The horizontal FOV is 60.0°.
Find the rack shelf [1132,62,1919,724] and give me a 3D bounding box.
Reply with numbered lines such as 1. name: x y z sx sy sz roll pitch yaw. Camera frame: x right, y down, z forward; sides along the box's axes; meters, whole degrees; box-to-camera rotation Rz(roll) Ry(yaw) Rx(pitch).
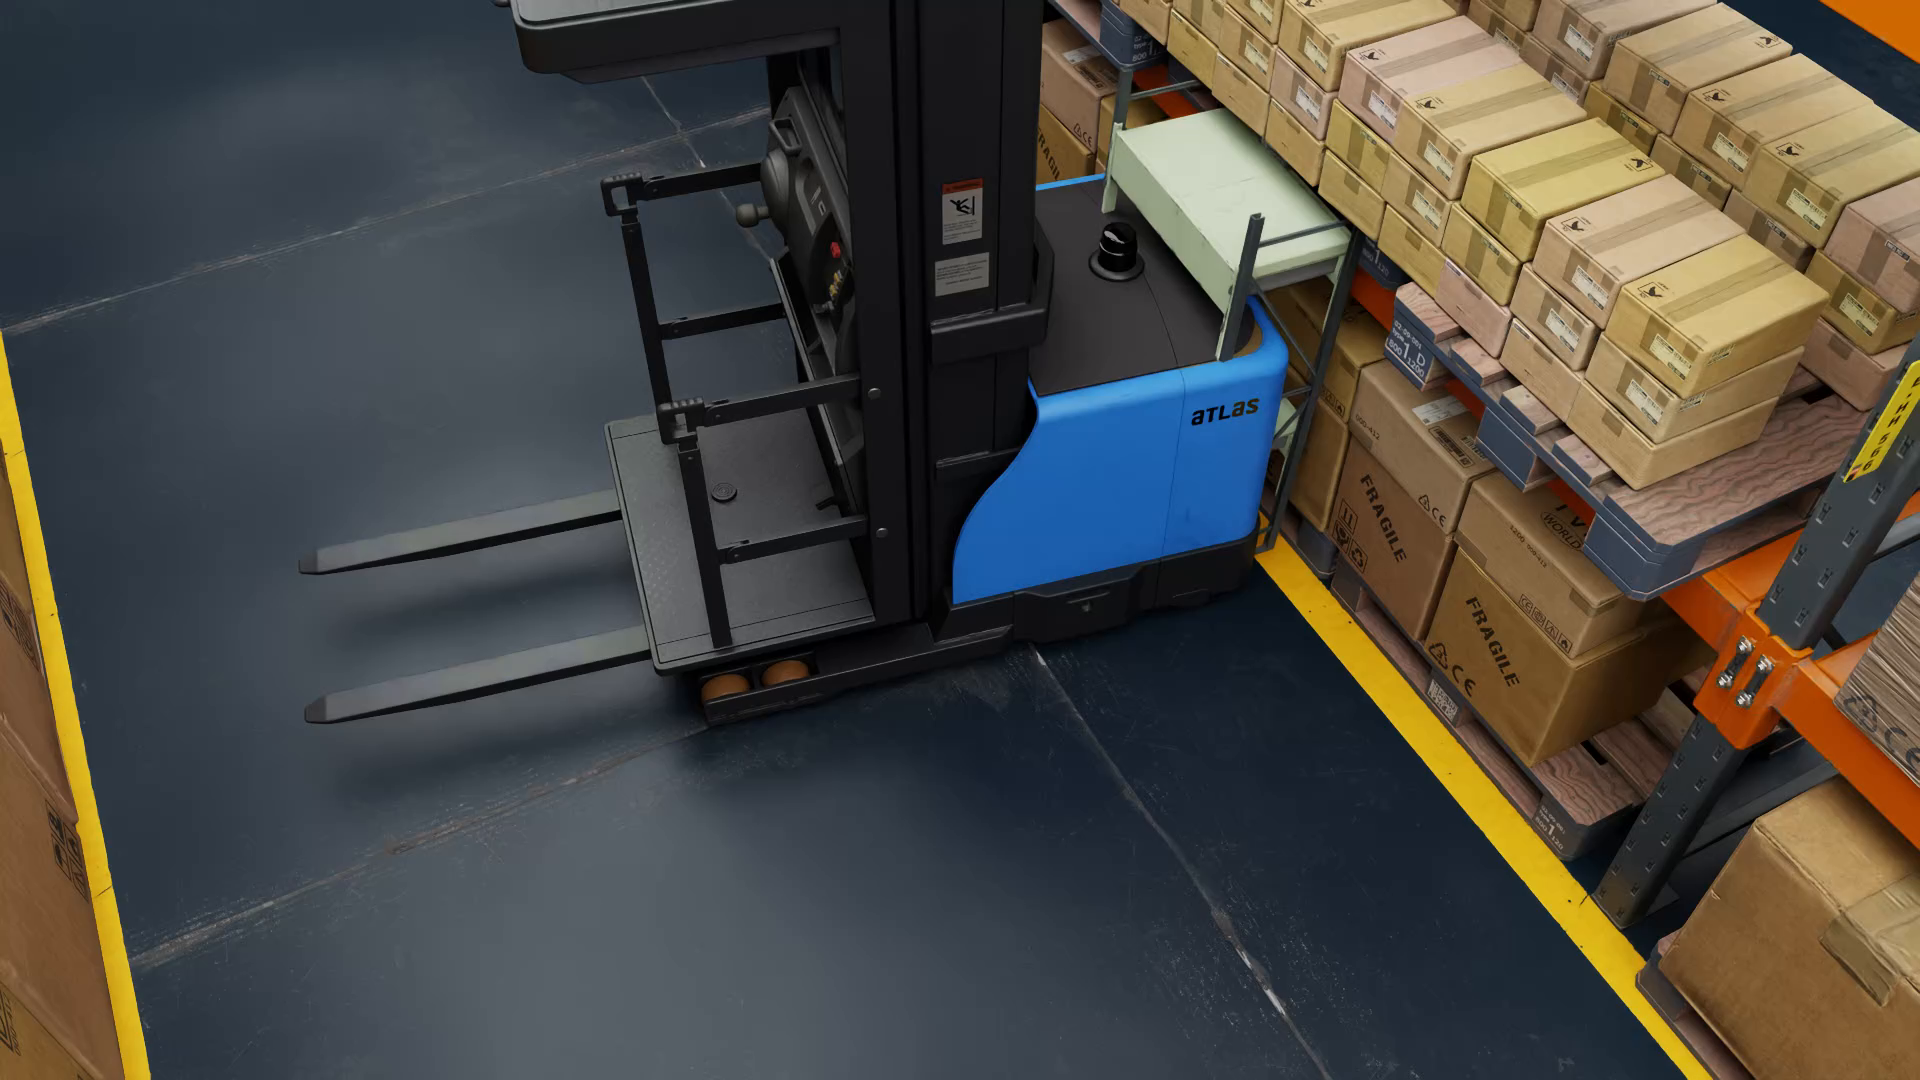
1. rack shelf: 1.391 -1.179 5.267 1.077 0.370 4.000 -21 52 -18

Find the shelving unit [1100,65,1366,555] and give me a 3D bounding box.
1. shelving unit: 0.764 -0.671 5.231 0.431 1.500 0.755 -17 52 -18

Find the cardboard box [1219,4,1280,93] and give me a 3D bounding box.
1. cardboard box: 0.964 -1.440 4.707 0.380 0.149 0.250 -22 52 -18

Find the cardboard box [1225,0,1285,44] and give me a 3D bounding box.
1. cardboard box: 0.966 -1.540 4.597 0.380 0.149 0.250 -20 52 -16

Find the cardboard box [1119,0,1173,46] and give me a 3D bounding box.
1. cardboard box: 0.721 -1.697 5.130 0.380 0.149 0.250 -23 53 -19

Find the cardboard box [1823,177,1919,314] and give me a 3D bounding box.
1. cardboard box: 2.265 -0.708 3.869 0.380 0.149 0.250 -21 52 -17

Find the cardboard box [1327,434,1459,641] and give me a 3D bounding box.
1. cardboard box: 1.538 -0.092 5.219 0.500 0.500 0.500 -19 52 -16

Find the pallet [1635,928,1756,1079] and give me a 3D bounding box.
1. pallet: 2.600 1.394 4.390 1.003 0.211 1.213 -21 52 -18

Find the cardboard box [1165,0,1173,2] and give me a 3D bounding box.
1. cardboard box: 0.731 -1.787 5.011 0.380 0.149 0.250 -19 52 -16

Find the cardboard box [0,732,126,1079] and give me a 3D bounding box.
1. cardboard box: -2.849 1.056 3.966 1.225 0.875 0.875 -21 52 -17

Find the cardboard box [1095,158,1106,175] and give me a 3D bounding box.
1. cardboard box: 0.821 -1.131 6.128 0.500 0.500 0.500 -19 52 -16

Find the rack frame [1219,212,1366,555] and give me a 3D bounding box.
1. rack frame: 0.916 -0.415 5.018 0.400 1.500 0.023 -17 52 -18

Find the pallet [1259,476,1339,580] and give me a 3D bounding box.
1. pallet: 1.395 -0.498 6.046 1.003 0.211 1.213 -21 52 -18

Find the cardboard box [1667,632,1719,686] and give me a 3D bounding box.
1. cardboard box: 2.209 0.046 5.099 0.500 0.500 0.500 -23 53 -19

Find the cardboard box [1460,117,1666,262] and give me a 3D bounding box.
1. cardboard box: 1.441 -0.843 3.987 0.380 0.149 0.250 -20 52 -16

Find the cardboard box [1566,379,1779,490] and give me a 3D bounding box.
1. cardboard box: 1.672 -0.305 3.912 0.380 0.149 0.250 -20 52 -17

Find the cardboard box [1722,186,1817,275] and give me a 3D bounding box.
1. cardboard box: 2.137 -0.804 4.151 0.380 0.149 0.250 -19 51 -16

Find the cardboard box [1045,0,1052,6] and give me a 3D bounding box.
1. cardboard box: 0.502 -2.452 7.122 0.380 0.149 0.250 -19 52 -16

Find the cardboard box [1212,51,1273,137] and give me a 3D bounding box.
1. cardboard box: 0.962 -1.346 4.823 0.380 0.149 0.250 -23 53 -19

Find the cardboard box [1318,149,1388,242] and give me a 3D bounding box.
1. cardboard box: 1.206 -0.991 4.512 0.380 0.149 0.250 -23 53 -19

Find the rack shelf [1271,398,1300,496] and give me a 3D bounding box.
1. rack shelf: 0.748 -0.457 5.477 0.431 0.370 0.720 -17 52 -18

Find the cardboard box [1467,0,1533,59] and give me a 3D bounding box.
1. cardboard box: 1.673 -1.485 4.746 0.380 0.149 0.250 -22 52 -18

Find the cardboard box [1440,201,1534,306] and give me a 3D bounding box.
1. cardboard box: 1.429 -0.758 4.110 0.380 0.149 0.250 -20 52 -17

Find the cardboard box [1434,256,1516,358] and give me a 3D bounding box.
1. cardboard box: 1.441 -0.644 4.208 0.380 0.149 0.250 -20 52 -17

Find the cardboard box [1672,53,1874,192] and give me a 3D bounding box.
1. cardboard box: 2.033 -1.050 4.168 0.380 0.149 0.250 -21 52 -18

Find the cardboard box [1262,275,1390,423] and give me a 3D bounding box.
1. cardboard box: 1.300 -0.687 5.241 0.500 0.250 0.500 -20 52 -17

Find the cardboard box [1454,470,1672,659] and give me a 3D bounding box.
1. cardboard box: 1.760 -0.007 4.647 0.500 0.250 0.500 -22 52 -18

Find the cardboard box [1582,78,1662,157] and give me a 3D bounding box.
1. cardboard box: 1.897 -1.151 4.454 0.380 0.149 0.250 -21 52 -17

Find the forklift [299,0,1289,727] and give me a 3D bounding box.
1. forklift: -0.600 -0.833 4.532 3.031 2.935 1.130 -12 50 -11

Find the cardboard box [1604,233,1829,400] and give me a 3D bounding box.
1. cardboard box: 1.674 -0.499 3.686 0.380 0.149 0.250 -23 53 -19

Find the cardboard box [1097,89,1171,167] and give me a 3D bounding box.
1. cardboard box: 0.825 -1.376 5.844 0.500 0.250 0.500 -20 52 -17

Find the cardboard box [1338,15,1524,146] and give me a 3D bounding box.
1. cardboard box: 1.211 -1.184 4.285 0.380 0.149 0.250 -21 52 -18

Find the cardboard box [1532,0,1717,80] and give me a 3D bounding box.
1. cardboard box: 1.787 -1.407 4.481 0.380 0.149 0.250 -19 51 -16

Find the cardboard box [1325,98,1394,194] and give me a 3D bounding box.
1. cardboard box: 1.203 -1.093 4.404 0.380 0.149 0.250 -21 52 -18

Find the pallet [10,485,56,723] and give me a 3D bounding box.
1. pallet: -3.561 0.295 5.352 1.003 0.211 1.213 -21 52 -18

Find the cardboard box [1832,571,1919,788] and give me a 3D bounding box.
1. cardboard box: 2.271 0.283 3.443 0.500 0.500 0.500 -21 52 -17

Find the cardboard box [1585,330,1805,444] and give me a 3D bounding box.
1. cardboard box: 1.675 -0.405 3.802 0.380 0.149 0.250 -20 52 -17

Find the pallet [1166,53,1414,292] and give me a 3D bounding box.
1. pallet: 1.364 -1.325 5.044 1.003 0.211 1.213 -21 52 -18

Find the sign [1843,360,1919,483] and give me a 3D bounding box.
1. sign: 1.828 -0.239 3.250 0.100 0.325 0.005 -21 52 -18

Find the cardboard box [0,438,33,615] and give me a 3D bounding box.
1. cardboard box: -3.670 -0.131 5.004 1.225 0.875 0.875 -21 52 -17

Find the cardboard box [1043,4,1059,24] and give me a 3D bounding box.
1. cardboard box: 0.595 -2.309 7.391 0.380 0.149 0.250 -23 53 -19
